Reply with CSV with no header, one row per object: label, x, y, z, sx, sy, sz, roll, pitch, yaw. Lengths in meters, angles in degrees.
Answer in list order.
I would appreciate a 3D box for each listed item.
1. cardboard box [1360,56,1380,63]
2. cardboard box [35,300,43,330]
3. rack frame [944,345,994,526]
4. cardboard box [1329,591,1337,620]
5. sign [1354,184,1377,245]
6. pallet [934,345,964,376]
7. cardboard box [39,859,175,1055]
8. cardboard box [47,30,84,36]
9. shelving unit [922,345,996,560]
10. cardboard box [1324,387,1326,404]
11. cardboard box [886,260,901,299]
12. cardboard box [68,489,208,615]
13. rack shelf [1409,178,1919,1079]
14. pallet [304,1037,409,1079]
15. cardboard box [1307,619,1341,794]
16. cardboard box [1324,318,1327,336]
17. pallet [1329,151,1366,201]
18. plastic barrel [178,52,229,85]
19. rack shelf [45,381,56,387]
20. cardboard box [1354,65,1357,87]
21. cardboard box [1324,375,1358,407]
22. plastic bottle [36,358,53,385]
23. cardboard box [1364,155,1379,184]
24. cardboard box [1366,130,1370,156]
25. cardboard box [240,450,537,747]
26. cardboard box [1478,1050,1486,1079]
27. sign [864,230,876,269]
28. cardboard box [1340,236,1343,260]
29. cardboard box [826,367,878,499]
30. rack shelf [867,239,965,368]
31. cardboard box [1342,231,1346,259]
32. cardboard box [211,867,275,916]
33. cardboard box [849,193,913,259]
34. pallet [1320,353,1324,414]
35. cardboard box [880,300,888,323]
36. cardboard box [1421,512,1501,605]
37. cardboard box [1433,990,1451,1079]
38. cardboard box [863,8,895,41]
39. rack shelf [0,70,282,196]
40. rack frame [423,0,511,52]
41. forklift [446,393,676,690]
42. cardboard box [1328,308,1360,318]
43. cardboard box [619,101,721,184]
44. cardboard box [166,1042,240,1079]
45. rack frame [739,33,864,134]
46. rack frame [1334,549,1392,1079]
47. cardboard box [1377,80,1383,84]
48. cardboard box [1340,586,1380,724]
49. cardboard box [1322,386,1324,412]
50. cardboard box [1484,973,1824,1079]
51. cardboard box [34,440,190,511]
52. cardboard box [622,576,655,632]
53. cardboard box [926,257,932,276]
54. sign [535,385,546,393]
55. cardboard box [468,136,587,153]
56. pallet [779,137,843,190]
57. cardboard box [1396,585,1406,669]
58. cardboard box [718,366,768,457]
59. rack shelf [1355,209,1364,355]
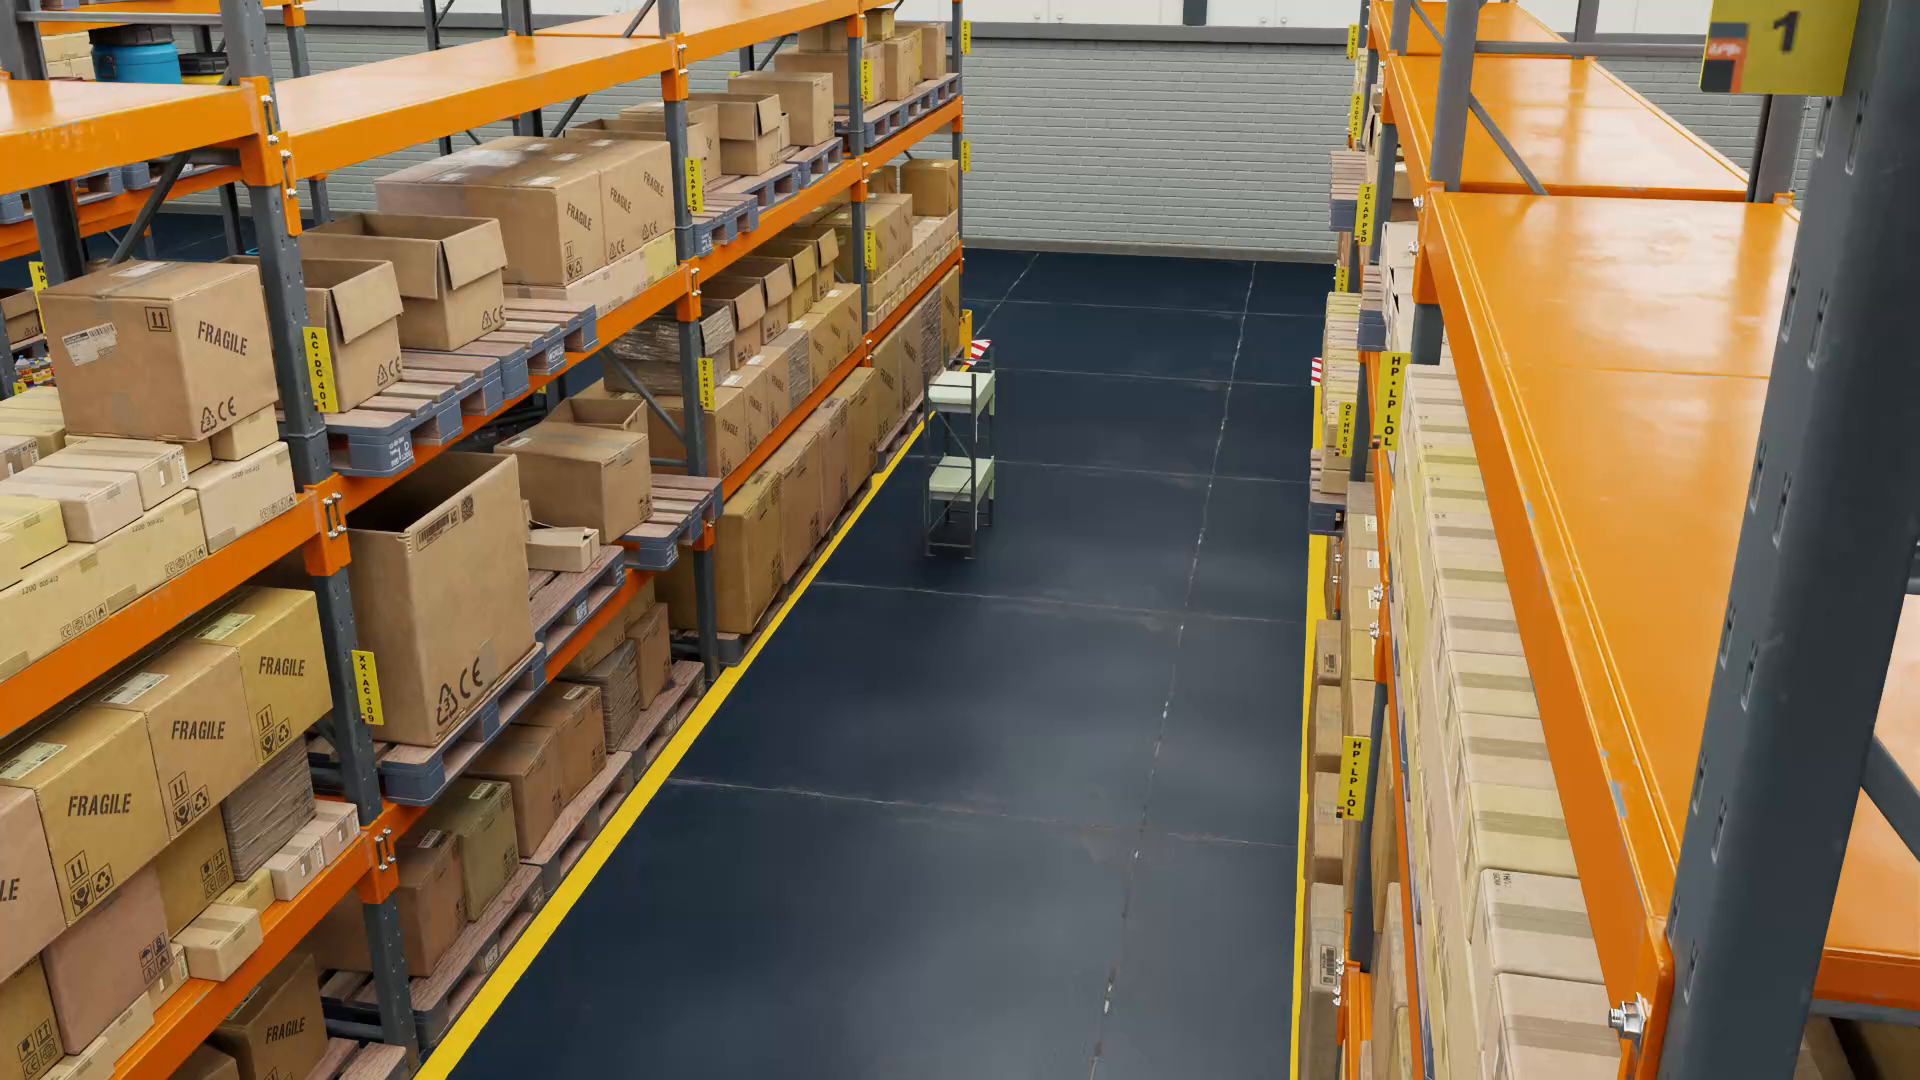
cardboard box,3.730,-4.186,14.715,0.380,0.149,0.250,5,23,13
cardboard box,-10.264,-2.552,18.766,0.500,0.250,0.500,4,22,11
rack frame,0.073,-0.827,13.400,0.400,1.500,0.023,4,22,11
cardboard box,2.607,0.615,10.594,0.500,0.500,0.500,4,22,11
sign,2.198,-1.762,9.006,0.100,0.325,0.005,4,22,11
pallet,-0.560,-1.838,17.634,1.003,0.211,1.213,4,22,11
cardboard box,-3.214,1.305,5.565,0.875,0.500,0.500,4,22,11
cardboard box,-10.260,-5.898,18.497,0.700,0.500,0.500,4,22,11
shelving unit,-0.001,-0.693,13.067,0.431,1.500,0.755,4,22,11
cardboard box,2.593,-0.897,10.941,0.380,0.149,0.250,4,22,11
cardboard box,-0.831,-2.368,15.022,0.500,0.250,0.500,4,22,11
cardboard box,-2.876,0.014,5.489,0.500,0.250,0.500,5,22,12
rack shelf,1.505,-0.158,3.198,1.077,0.370,4.000,4,22,11
pallet,-3.025,2.501,6.861,1.003,0.211,1.213,4,22,11
cardboard box,2.517,0.976,9.364,1.050,0.750,0.750,4,22,10
cardboard box,3.015,-1.659,12.833,0.380,0.149,0.250,5,22,12
pallet,3.315,-2.638,12.125,1.213,0.211,1.003,4,22,11
plastic barrel,-6.126,-3.668,13.618,0.600,0.588,0.600,0,22,0
rack shelf,-6.547,-1.279,13.477,1.077,0.370,4.000,4,22,11
cardboard box,3.912,-4.236,15.374,0.500,0.250,0.500,4,22,10
cardboard box,2.538,-0.942,10.656,0.380,0.149,0.250,5,22,13
plastic bottle,-7.082,-1.308,12.853,0.097,0.201,0.097,0,22,0
cardboard box,2.792,-2.121,10.456,0.500,0.500,0.500,4,22,11
cardboard box,3.160,-2.791,11.809,0.500,0.311,0.500,4,22,10
cardboard box,-2.623,0.206,7.461,1.000,1.000,1.000,5,22,11
cardboard box,0.923,0.936,2.106,0.500,0.250,0.500,5,22,12
sign,-0.757,-2.429,13.926,0.100,0.325,0.005,4,22,11
cardboard box,3.915,-2.858,15.903,0.500,0.500,0.500,5,22,11
cardboard box,-1.401,-0.940,13.955,1.225,0.875,0.875,5,22,11
rack shelf,-0.882,-2.364,16.172,1.077,0.370,4.000,4,22,11
cardboard box,3.477,-2.582,13.878,0.500,0.500,0.500,4,22,9
cardboard box,-2.848,1.354,6.312,0.380,0.149,0.250,4,22,11
cardboard box,-0.732,-2.909,15.359,0.500,0.500,0.500,4,22,9
pallet,3.247,-1.194,12.560,1.003,0.211,1.213,4,22,11
cardboard box,-0.850,-2.029,14.712,0.380,0.149,0.250,4,22,9
cardboard box,1.247,0.061,3.744,0.380,0.149,0.250,4,22,11
cardboard box,0.989,0.895,2.741,0.380,0.149,0.250,5,22,11
cardboard box,-0.896,-4.718,15.205,0.500,0.250,0.500,4,22,9
rack shelf,-3.330,-0.757,4.155,1.077,0.370,4.000,4,22,11
rack frame,-5.322,-6.590,17.670,1.000,3.000,0.127,4,22,11
forklift,-3.003,-0.586,10.884,1.130,2.935,3.031,-17,28,-36
cardboard box,2.909,-1.601,12.291,0.380,0.149,0.250,5,22,11
cardboard box,-1.962,-2.687,11.300,0.500,0.500,0.500,6,23,14
cardboard box,-3.152,2.277,6.468,0.500,0.500,0.500,12,25,28
rack frame,-1.290,-4.749,13.101,1.000,3.000,0.127,4,22,11
rack frame,1.913,1.374,5.926,1.000,3.000,0.127,4,22,11
cardboard box,3.386,-3.523,13.069,0.380,0.149,0.250,5,22,12
cardboard box,2.065,0.561,7.811,0.500,0.500,0.500,4,22,10
cardboard box,2.699,-0.951,11.474,0.380,0.149,0.250,3,22,8
cardboard box,0.886,0.711,2.131,0.380,0.149,0.250,5,22,11
cardboard box,-2.816,-0.218,5.531,0.380,0.149,0.250,3,22,8
cardboard box,-2.213,0.351,10.220,0.500,0.250,0.500,5,23,13
cardboard box,-0.483,-2.689,16.352,0.380,0.149,0.250,5,22,11
sign,-2.650,-1.082,10.475,0.100,0.325,0.005,4,22,11
cardboard box,-2.454,-2.021,9.538,0.500,0.500,0.500,5,22,11
pallet,-1.429,-2.930,12.855,0.805,0.209,1.217,4,22,9
cardboard box,1.351,0.243,4.360,0.380,0.149,0.250,4,22,10
cardboard box,-1.637,-0.896,11.429,0.500,0.500,0.500,4,22,9
rack shelf,3.137,-1.878,10.949,1.077,0.370,4.000,4,22,11
